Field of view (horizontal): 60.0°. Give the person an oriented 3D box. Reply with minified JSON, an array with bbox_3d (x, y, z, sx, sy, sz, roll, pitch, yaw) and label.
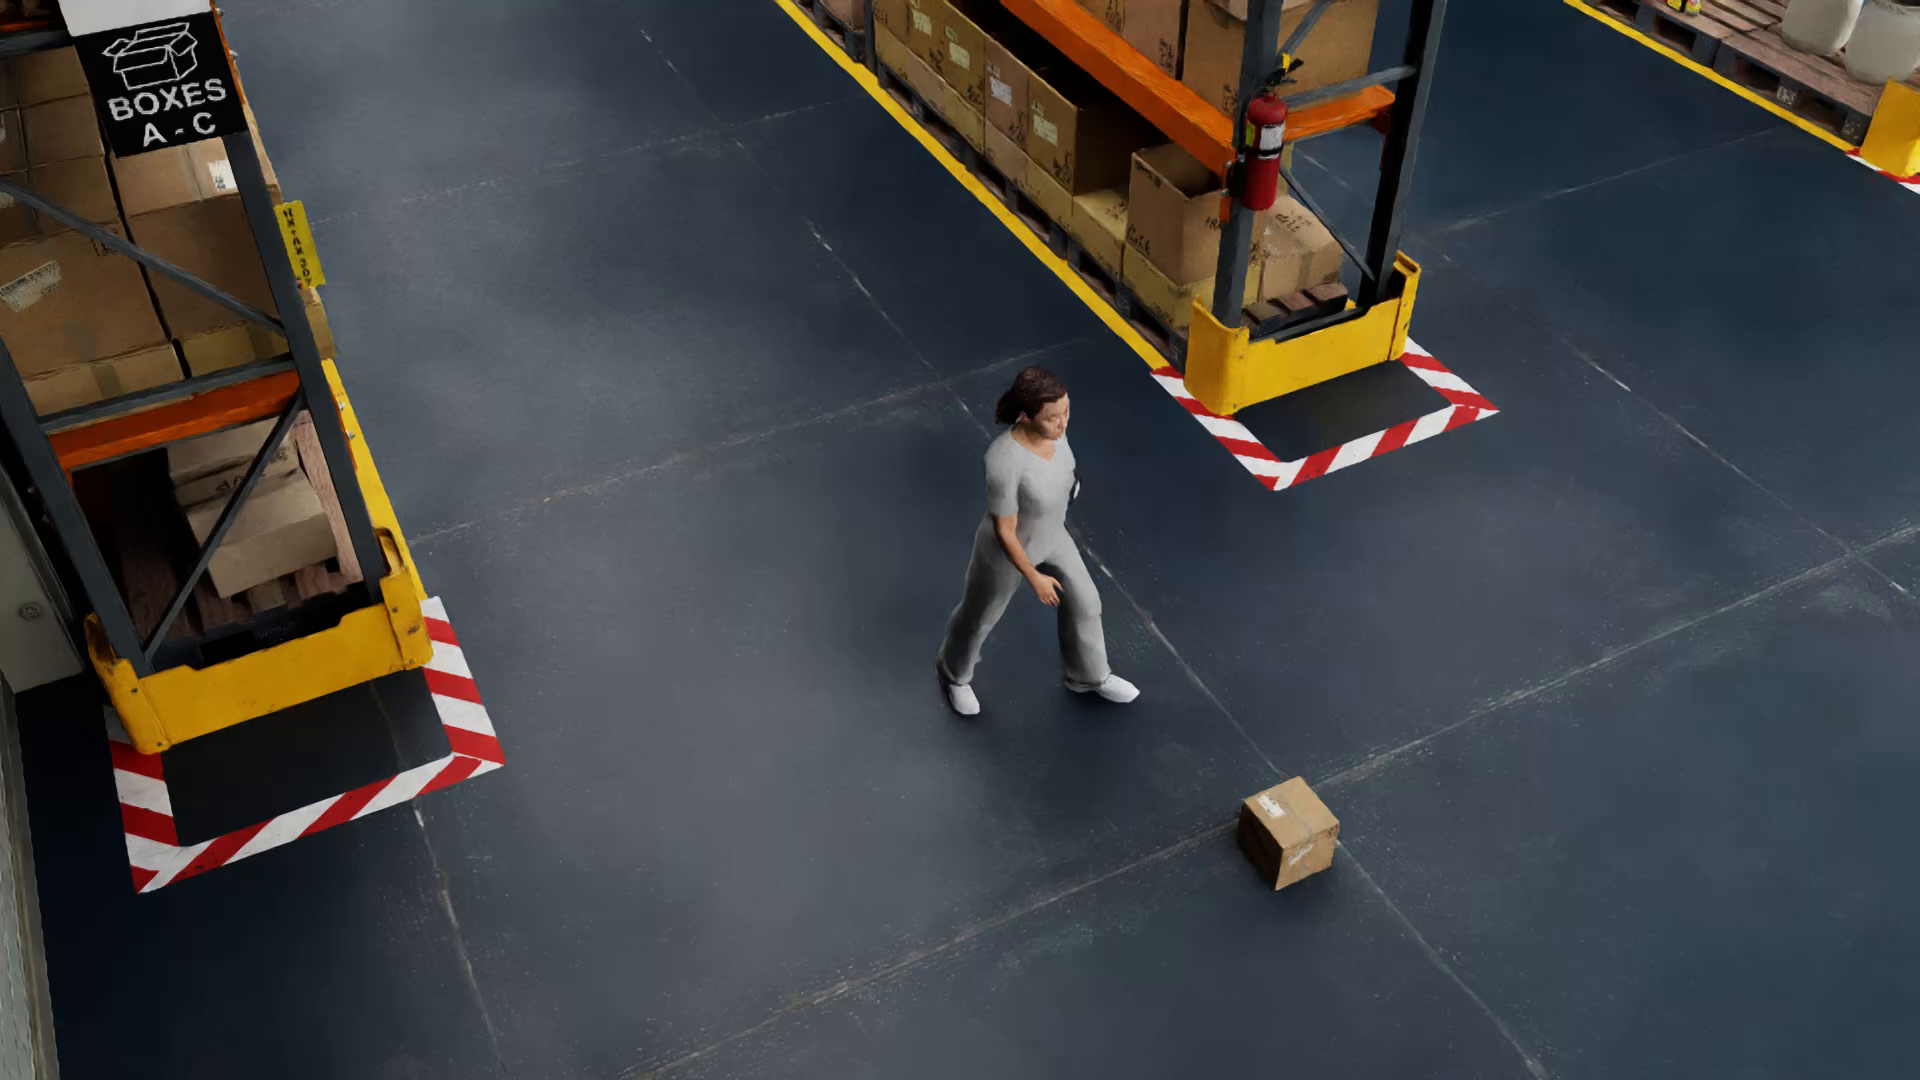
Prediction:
[{"bbox_3d":[0.277,0.008,6.163,0.721,1.637,0.559,30,49,29],"label":"person"}]
